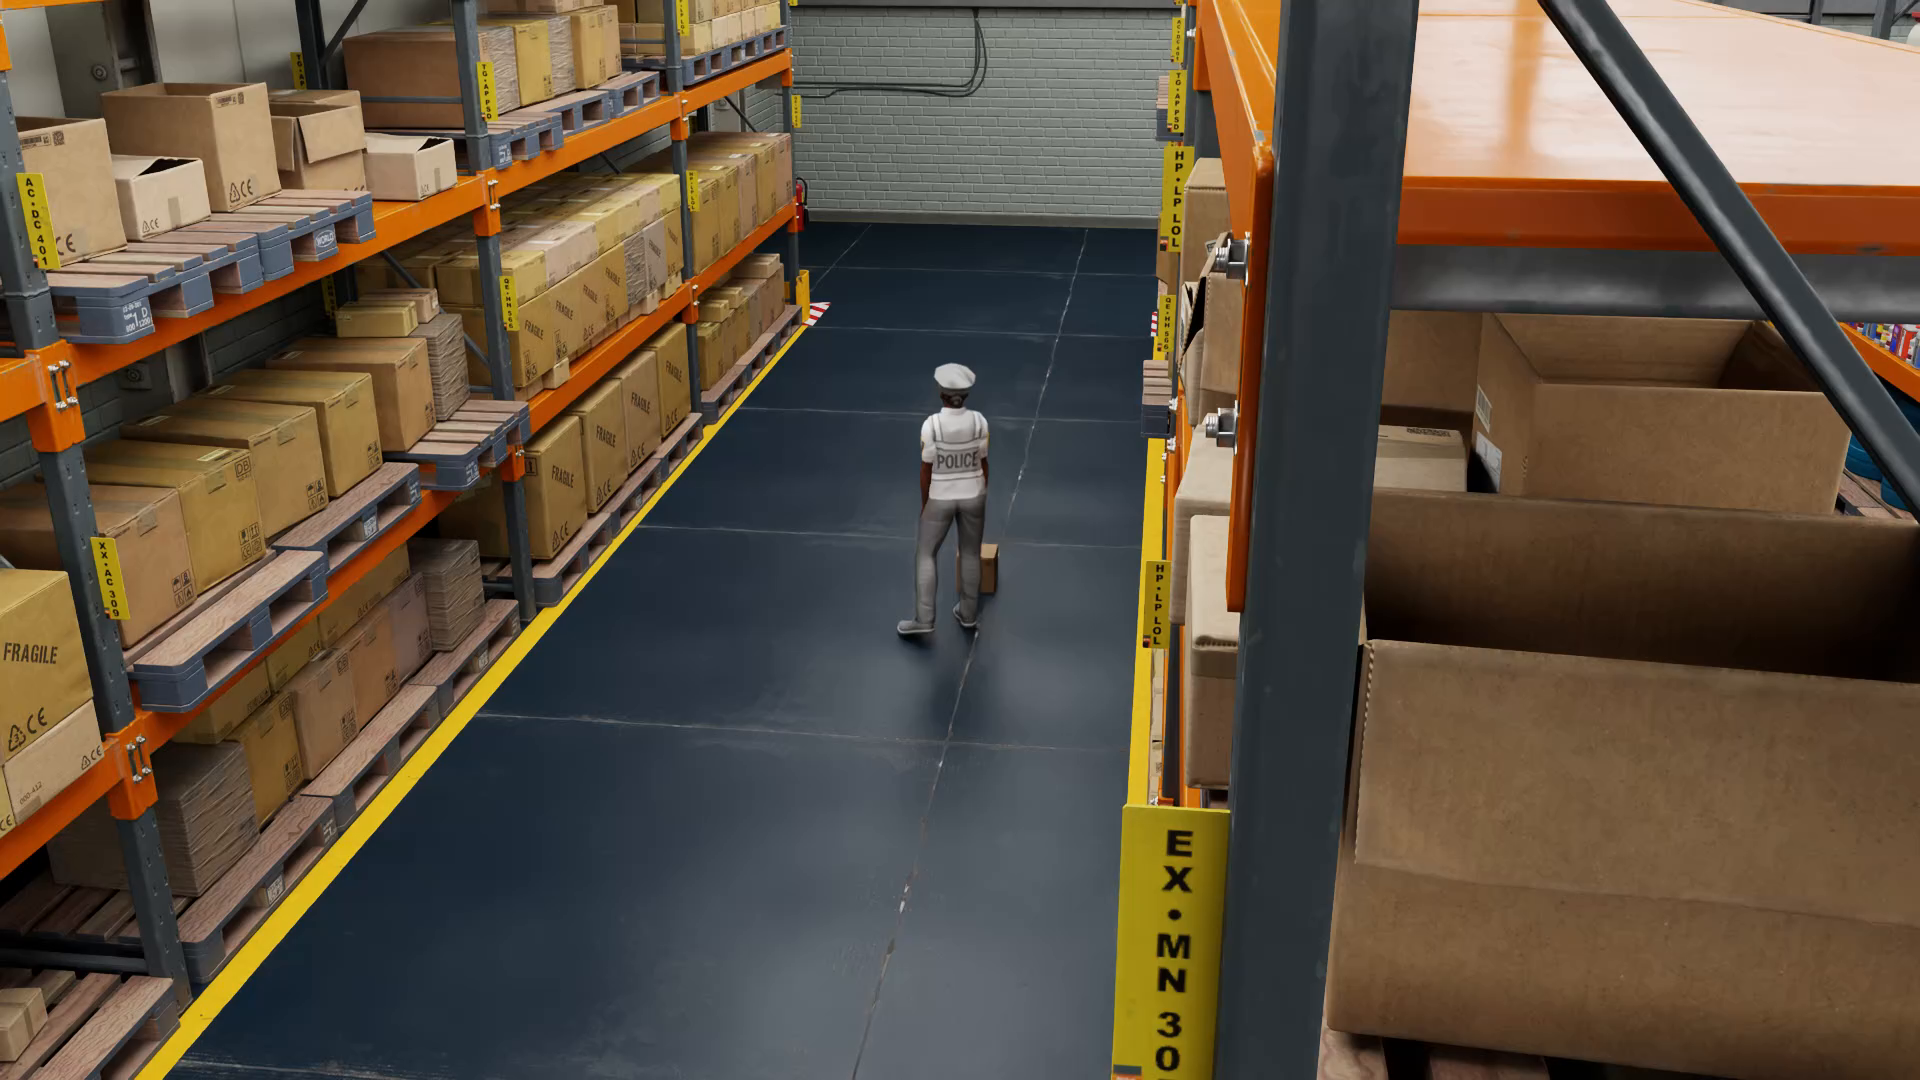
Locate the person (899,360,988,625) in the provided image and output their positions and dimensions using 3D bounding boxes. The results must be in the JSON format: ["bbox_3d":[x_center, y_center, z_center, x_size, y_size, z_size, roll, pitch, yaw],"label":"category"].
[{"bbox_3d":[-0.105,-0.265,10.202,0.568,1.678,0.425,-3,21,-7],"label":"person"}]
